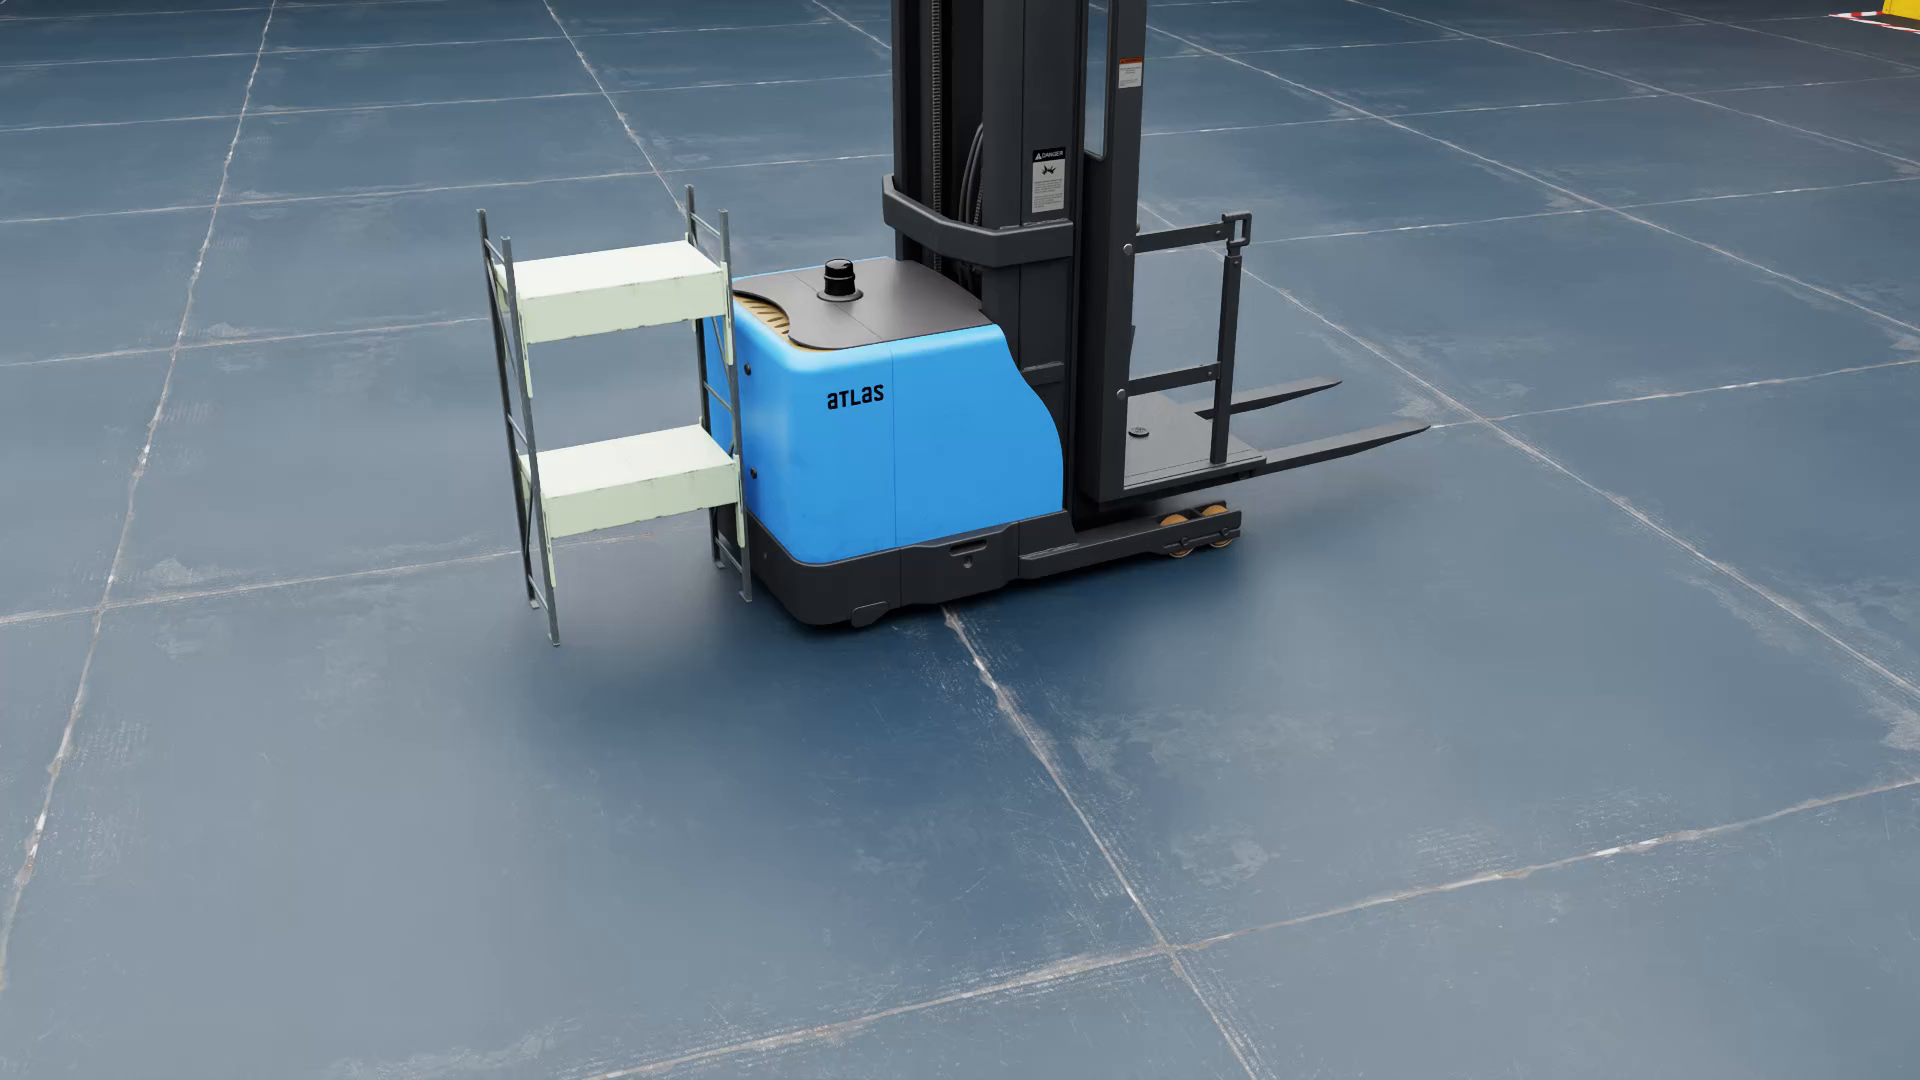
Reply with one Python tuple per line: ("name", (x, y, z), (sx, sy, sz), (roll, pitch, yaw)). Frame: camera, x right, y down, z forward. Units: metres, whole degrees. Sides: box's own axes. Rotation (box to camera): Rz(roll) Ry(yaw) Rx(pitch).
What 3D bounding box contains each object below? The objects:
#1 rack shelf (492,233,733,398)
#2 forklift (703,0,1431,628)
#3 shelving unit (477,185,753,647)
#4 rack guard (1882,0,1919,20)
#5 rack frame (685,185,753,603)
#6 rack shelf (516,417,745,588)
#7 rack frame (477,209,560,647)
("rack shelf", (-1.210, -0.792, 5.780), (0.720, 0.370, 0.431), (-12, 29, -24))
("forklift", (0.558, -1.439, 6.353), (3.031, 2.935, 1.130), (-13, 29, -24))
("shelving unit", (-1.210, -0.442, 5.954), (0.755, 1.500, 0.431), (-12, 29, -24))
("rack guard", (10.687, -5.937, 18.147), (0.348, 0.500, 1.175), (-8, 28, -16))
("rack frame", (-0.882, -0.515, 6.100), (0.023, 1.500, 0.400), (-12, 29, -24))
("rack shelf", (-1.210, -0.150, 6.099), (0.720, 0.370, 0.431), (-12, 29, -24))
("rack frame", (-1.537, -0.369, 5.808), (0.023, 1.500, 0.400), (-12, 29, -24))
